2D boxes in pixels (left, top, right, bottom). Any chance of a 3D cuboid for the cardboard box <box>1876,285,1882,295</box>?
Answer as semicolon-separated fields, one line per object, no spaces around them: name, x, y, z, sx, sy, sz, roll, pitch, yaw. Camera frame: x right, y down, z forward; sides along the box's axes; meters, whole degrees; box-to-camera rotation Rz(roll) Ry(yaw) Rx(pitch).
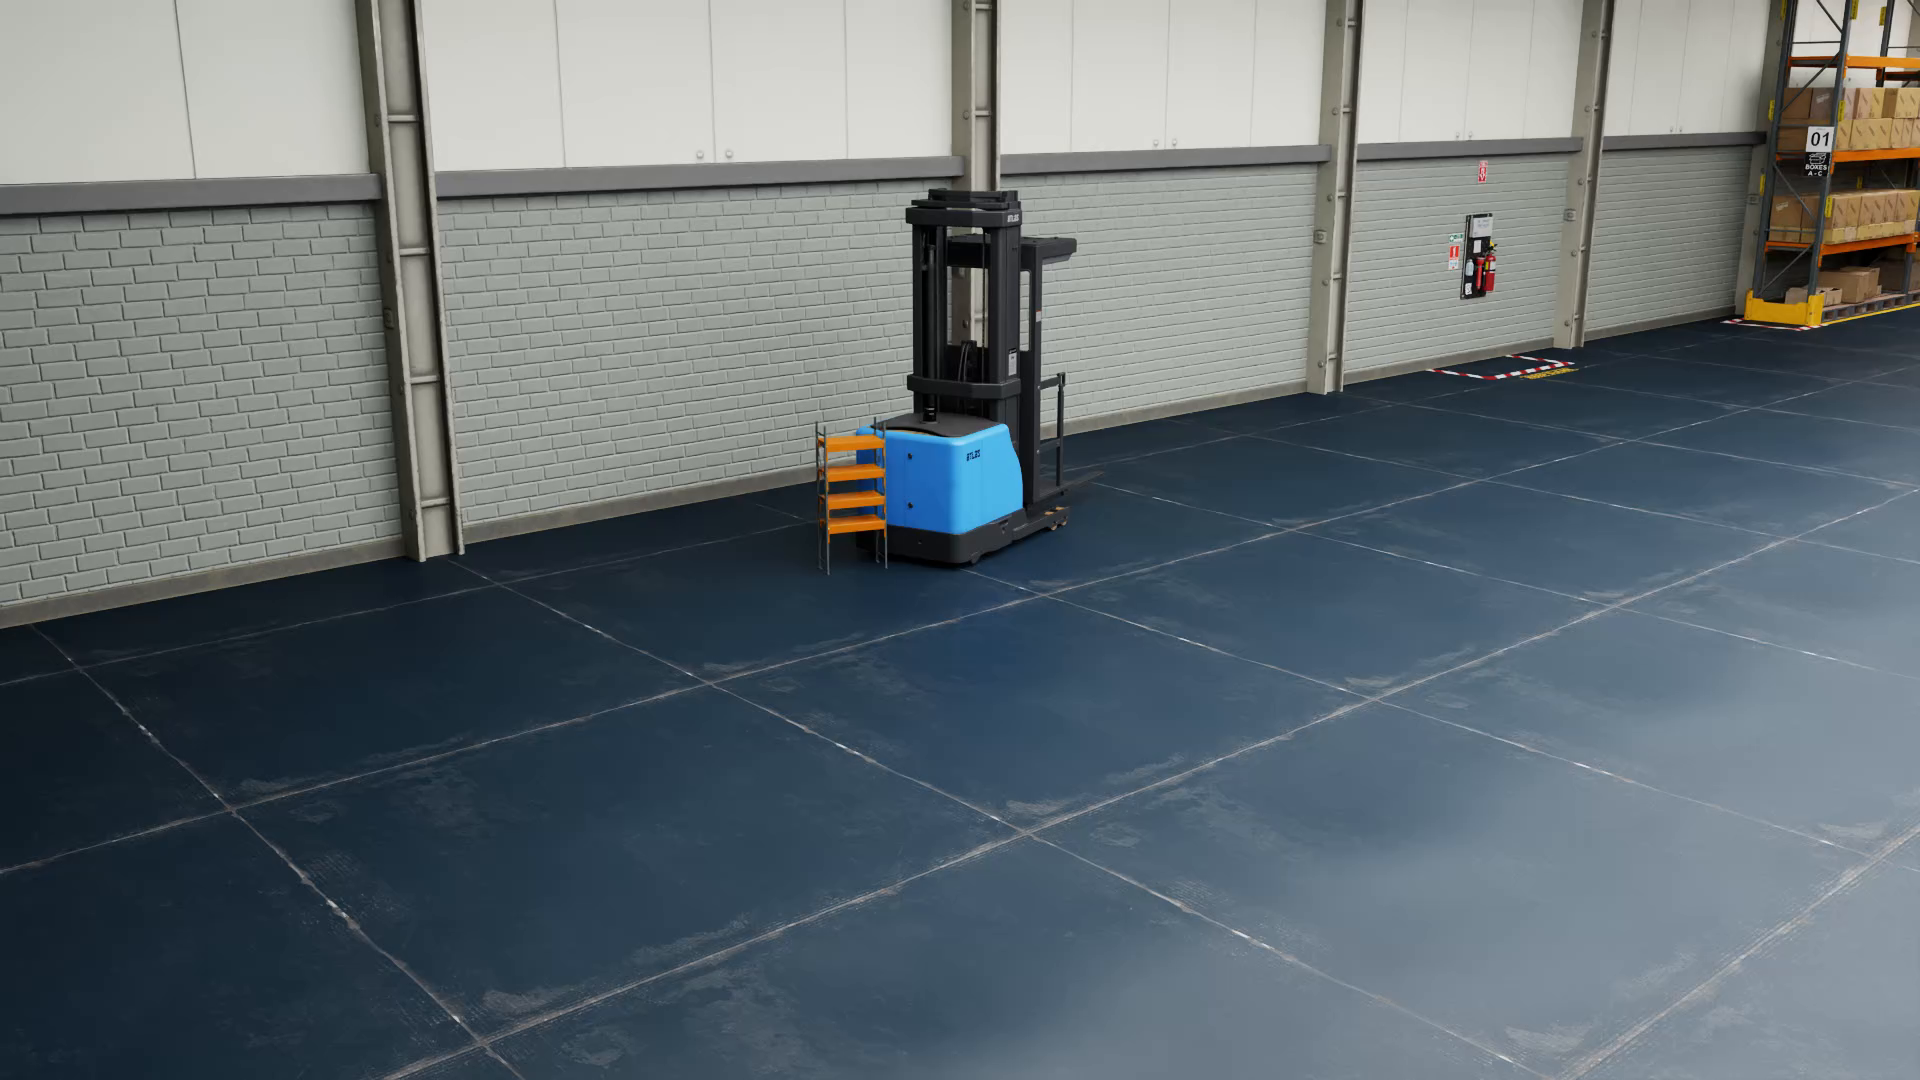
cardboard box;16.414;-4.537;30.059;0.380;0.166;0.250;13;20;40

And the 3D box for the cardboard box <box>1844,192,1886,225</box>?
cardboard box;15.492;-5.692;28.544;0.500;0.500;0.500;-12;19;-38

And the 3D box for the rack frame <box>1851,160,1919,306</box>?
rack frame;16.798;-5.789;30.112;0.127;3.000;1.000;-13;19;-39

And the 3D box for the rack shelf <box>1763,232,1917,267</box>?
rack shelf;15.289;-5.103;28.936;4.000;0.370;1.077;-13;19;-39

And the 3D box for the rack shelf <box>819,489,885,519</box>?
rack shelf;-0.865;-0.289;13.268;0.480;0.148;0.258;-6;16;-21

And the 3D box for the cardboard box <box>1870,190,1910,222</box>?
cardboard box;16.271;-5.863;29.186;0.500;0.500;0.500;-13;20;-40

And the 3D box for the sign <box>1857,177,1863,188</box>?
sign;16.431;-6.456;30.364;0.005;0.325;0.100;-13;19;-39

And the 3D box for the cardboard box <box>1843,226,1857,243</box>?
cardboard box;14.739;-5.161;28.009;0.500;0.250;0.500;-13;20;-41

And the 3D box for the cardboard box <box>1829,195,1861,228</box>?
cardboard box;14.717;-5.515;27.885;0.500;0.500;0.500;-13;19;-39

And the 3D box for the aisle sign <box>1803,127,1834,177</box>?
aisle sign;13.923;-6.297;26.975;0.004;0.787;0.394;-13;19;-39

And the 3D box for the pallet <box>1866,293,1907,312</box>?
pallet;16.314;-4.322;30.020;1.213;0.211;1.003;-13;19;-39

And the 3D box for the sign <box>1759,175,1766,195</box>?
sign;13.431;-5.935;27.802;0.005;0.325;0.100;-13;19;-39

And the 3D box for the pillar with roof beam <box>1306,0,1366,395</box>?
pillar with roof beam;7.514;-5.426;17.127;0.400;9.000;9.100;-13;19;-39

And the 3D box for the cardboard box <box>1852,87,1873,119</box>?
cardboard box;14.642;-7.195;27.392;0.500;0.500;0.500;-13;20;-40

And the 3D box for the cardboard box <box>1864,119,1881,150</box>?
cardboard box;15.014;-6.800;27.849;0.500;0.500;0.500;-12;19;-37

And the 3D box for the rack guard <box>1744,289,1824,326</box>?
rack guard;13.837;-3.917;27.946;0.348;0.500;1.175;-13;19;-39

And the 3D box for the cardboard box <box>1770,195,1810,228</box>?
cardboard box;13.996;-5.533;27.949;0.500;0.500;0.500;-13;20;-40

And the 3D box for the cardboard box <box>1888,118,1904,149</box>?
cardboard box;15.796;-6.978;28.518;0.500;0.500;0.500;-14;20;-41

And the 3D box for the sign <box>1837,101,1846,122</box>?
sign;14.136;-6.878;26.680;0.005;0.325;0.100;-13;19;-39

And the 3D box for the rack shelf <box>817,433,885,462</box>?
rack shelf;-0.865;-0.734;13.149;0.480;0.148;0.258;-6;16;-21

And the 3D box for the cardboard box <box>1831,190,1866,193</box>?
cardboard box;15.534;-5.880;29.248;0.500;0.500;0.500;-12;19;-38

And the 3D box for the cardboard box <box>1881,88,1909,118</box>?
cardboard box;15.804;-7.457;28.371;0.500;0.500;0.500;-14;20;-41

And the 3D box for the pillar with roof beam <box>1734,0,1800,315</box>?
pillar with roof beam;16.566;-7.459;24.737;0.400;9.000;9.100;-13;19;-39

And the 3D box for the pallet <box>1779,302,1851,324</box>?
pallet;14.474;-3.908;28.472;1.213;0.211;1.003;-13;19;-39

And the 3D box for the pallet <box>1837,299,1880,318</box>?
pallet;15.393;-4.114;29.242;1.213;0.211;1.003;-13;19;-39

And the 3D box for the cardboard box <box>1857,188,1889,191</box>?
cardboard box;16.306;-6.050;29.886;0.500;0.500;0.500;-13;20;-41

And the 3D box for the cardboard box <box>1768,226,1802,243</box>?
cardboard box;14.005;-5.166;28.029;0.500;0.250;0.500;-12;19;-39

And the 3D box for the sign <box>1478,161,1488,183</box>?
sign;7.253;-5.109;23.073;0.199;0.298;0.001;-13;19;-39

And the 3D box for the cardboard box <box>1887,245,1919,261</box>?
cardboard box;17.672;-5.360;31.041;0.500;0.250;0.500;-13;20;-41

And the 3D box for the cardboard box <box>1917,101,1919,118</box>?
cardboard box;16.598;-7.642;29.065;0.500;0.500;0.500;14;20;42

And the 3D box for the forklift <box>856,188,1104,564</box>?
forklift;0.317;-1.555;14.392;1.130;2.935;3.031;9;17;29

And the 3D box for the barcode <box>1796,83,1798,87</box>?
barcode;13.988;-7.600;27.783;0.075;0.075;0.001;-13;19;-39

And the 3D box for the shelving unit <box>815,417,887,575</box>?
shelving unit;-0.865;-0.354;13.251;0.503;1.200;0.258;-6;16;-21

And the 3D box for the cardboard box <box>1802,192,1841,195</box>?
cardboard box;14.770;-5.704;28.592;0.500;0.500;0.500;-13;20;-41

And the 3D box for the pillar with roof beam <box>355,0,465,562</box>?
pillar with roof beam;-1.539;-3.393;9.517;0.400;9.000;9.100;-13;19;-39

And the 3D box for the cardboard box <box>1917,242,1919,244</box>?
cardboard box;18.450;-5.530;31.677;0.500;0.250;0.500;-13;20;-40

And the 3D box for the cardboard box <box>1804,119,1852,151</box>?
cardboard box;14.197;-6.627;27.202;0.500;0.500;0.500;-12;19;-38

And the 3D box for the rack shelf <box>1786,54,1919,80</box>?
rack shelf;15.289;-8.000;28.162;4.000;0.370;1.077;-13;19;-39

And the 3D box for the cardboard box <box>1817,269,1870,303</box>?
cardboard box;15.377;-4.427;29.004;0.500;0.500;0.700;-14;21;-43

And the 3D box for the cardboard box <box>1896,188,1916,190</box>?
cardboard box;17.630;-6.223;30.689;0.500;0.500;0.700;-10;18;-34

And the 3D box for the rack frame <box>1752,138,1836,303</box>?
rack frame;13.780;-5.112;27.575;0.127;3.000;1.000;-13;19;-39

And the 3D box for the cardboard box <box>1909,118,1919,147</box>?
cardboard box;16.577;-7.162;29.207;0.500;0.500;0.500;-12;19;-38

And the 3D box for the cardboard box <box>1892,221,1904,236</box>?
cardboard box;16.258;-5.505;29.297;0.500;0.250;0.500;-13;19;-39

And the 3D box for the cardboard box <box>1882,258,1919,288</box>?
cardboard box;17.699;-5.020;31.221;0.500;0.500;0.700;-13;20;-40

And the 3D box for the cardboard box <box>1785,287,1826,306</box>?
cardboard box;14.361;-4.125;28.238;0.500;0.311;0.500;13;20;41

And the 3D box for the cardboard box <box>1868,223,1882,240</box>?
cardboard box;15.510;-5.331;28.647;0.500;0.250;0.500;-12;19;-39

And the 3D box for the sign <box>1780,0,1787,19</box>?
sign;13.431;-8.649;27.077;0.005;0.325;0.100;-13;19;-39

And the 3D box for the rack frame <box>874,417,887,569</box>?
rack frame;-0.639;-0.378;13.340;0.015;1.200;0.240;-6;16;-21
